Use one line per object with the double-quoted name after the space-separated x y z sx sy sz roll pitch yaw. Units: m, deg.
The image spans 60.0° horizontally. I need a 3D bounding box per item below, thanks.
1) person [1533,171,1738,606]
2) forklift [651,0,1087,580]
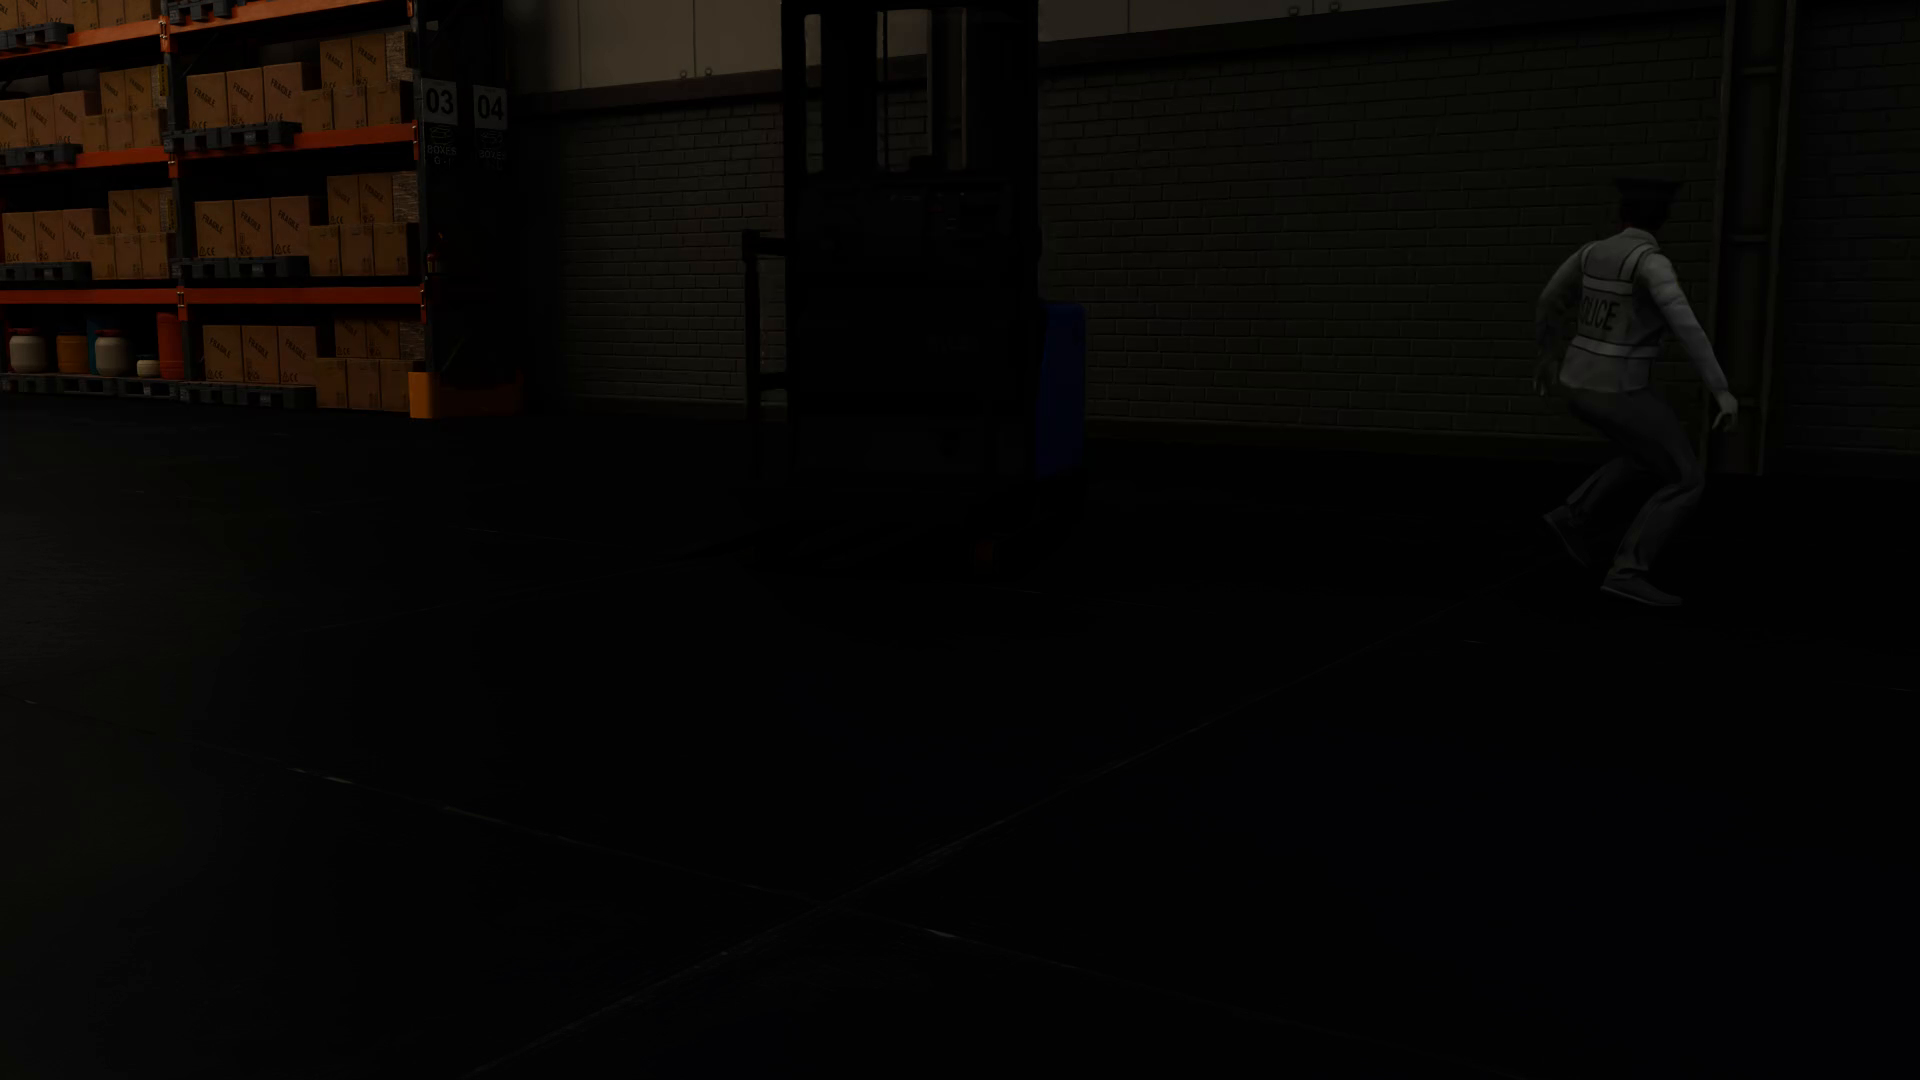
2.453 -0.557 6.113 0.514 1.561 0.804 0 8 -1 "person"
-0.286 -1.356 6.727 1.130 2.935 3.031 2 8 16 "forklift"
